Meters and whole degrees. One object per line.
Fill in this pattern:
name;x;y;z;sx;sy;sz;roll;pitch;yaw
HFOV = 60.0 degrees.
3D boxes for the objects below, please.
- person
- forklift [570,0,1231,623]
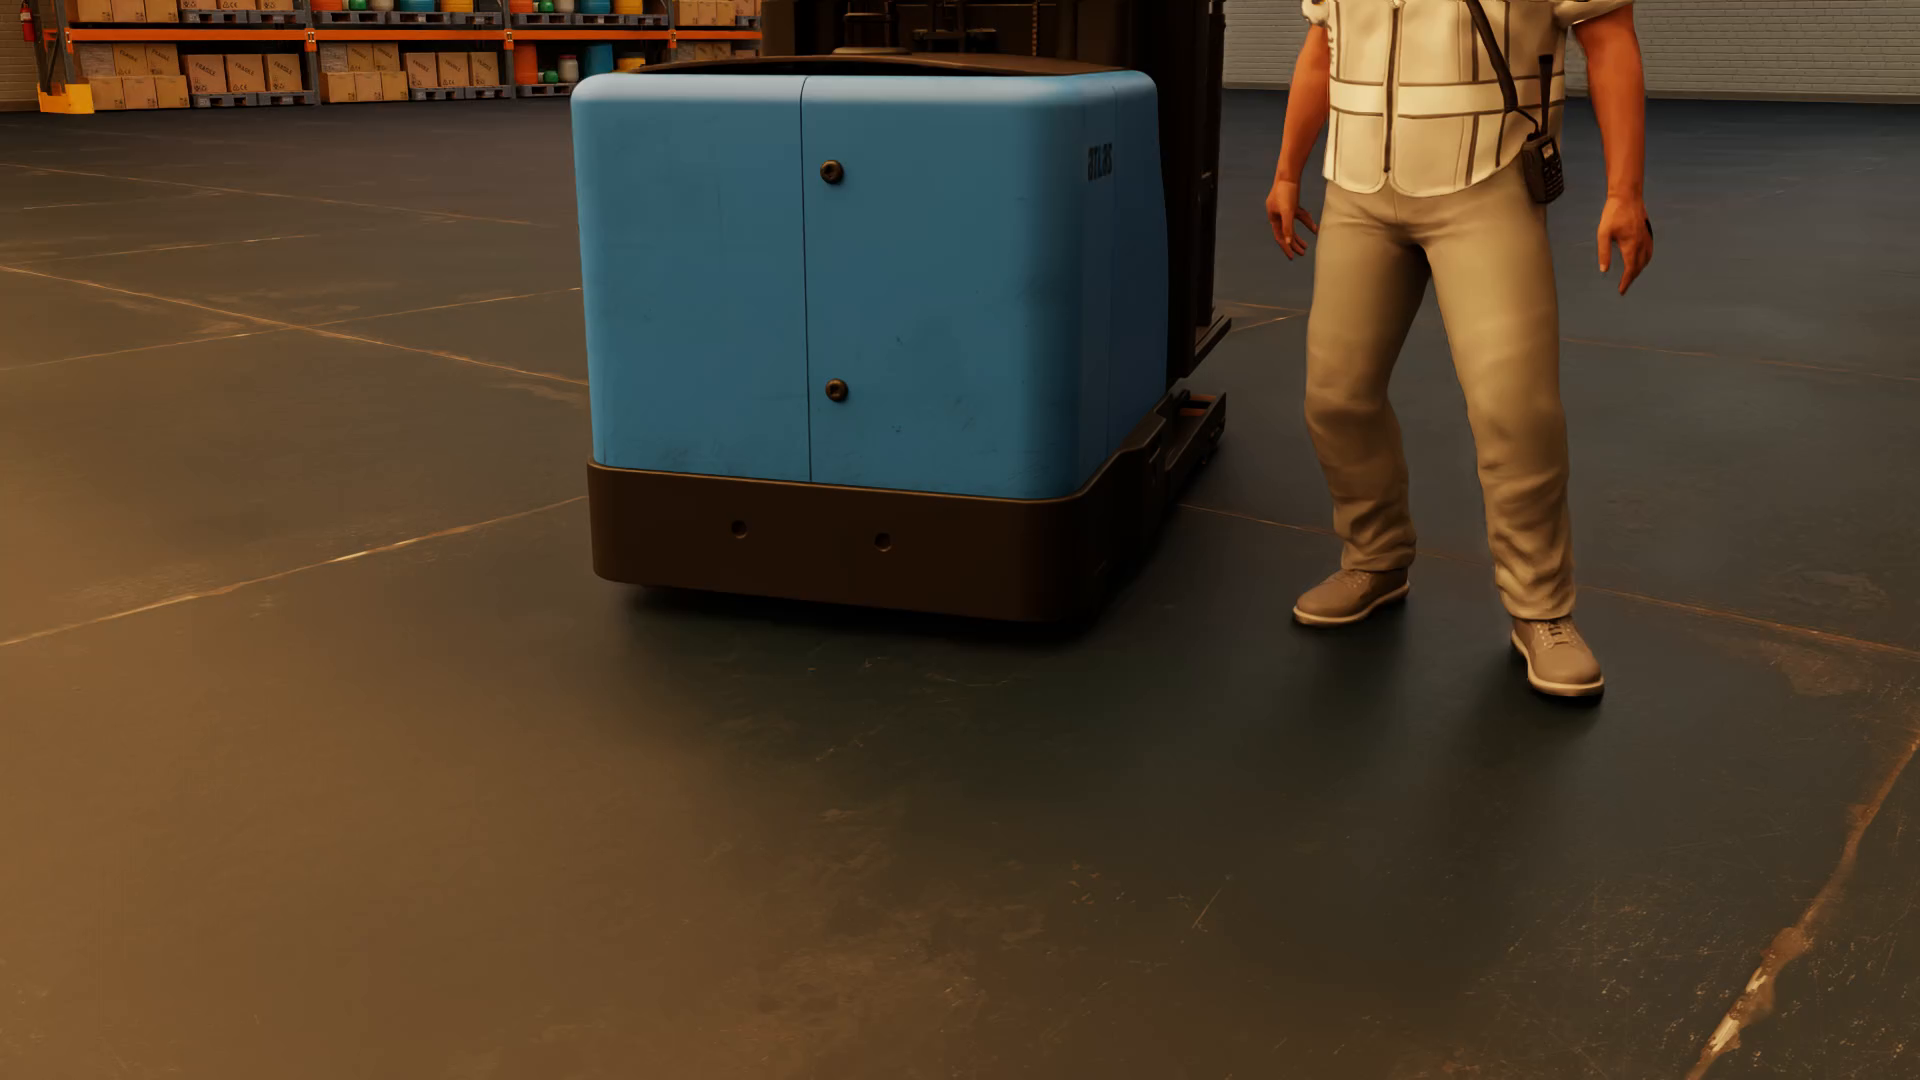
person;0.907;-0.638;3.098;0.858;1.722;0.404;14;22;39
forklift;0.141;-1.633;4.274;1.130;2.935;3.031;5;18;16
